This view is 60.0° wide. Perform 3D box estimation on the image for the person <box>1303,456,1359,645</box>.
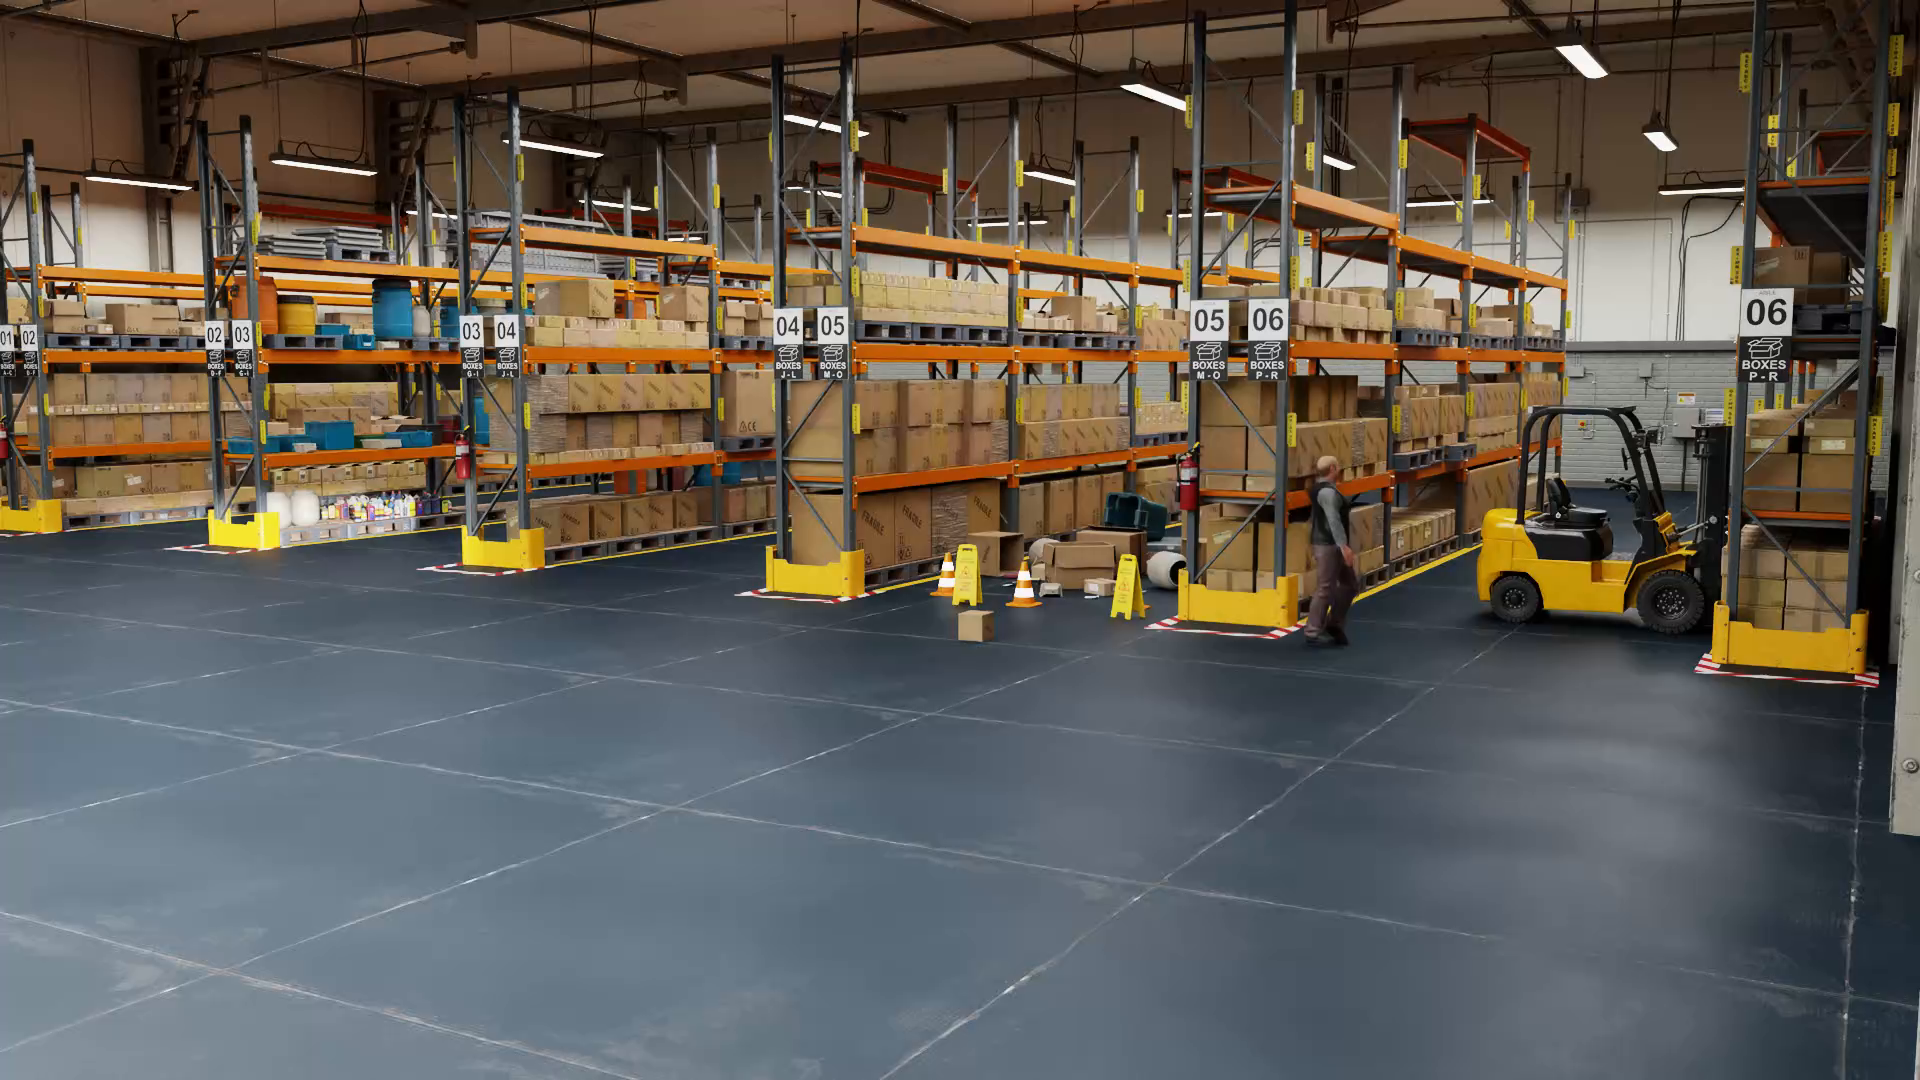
[{"bbox_3d":[3.403,0.120,15.161,0.518,1.776,0.573,1,6,7],"label":"person"}]
